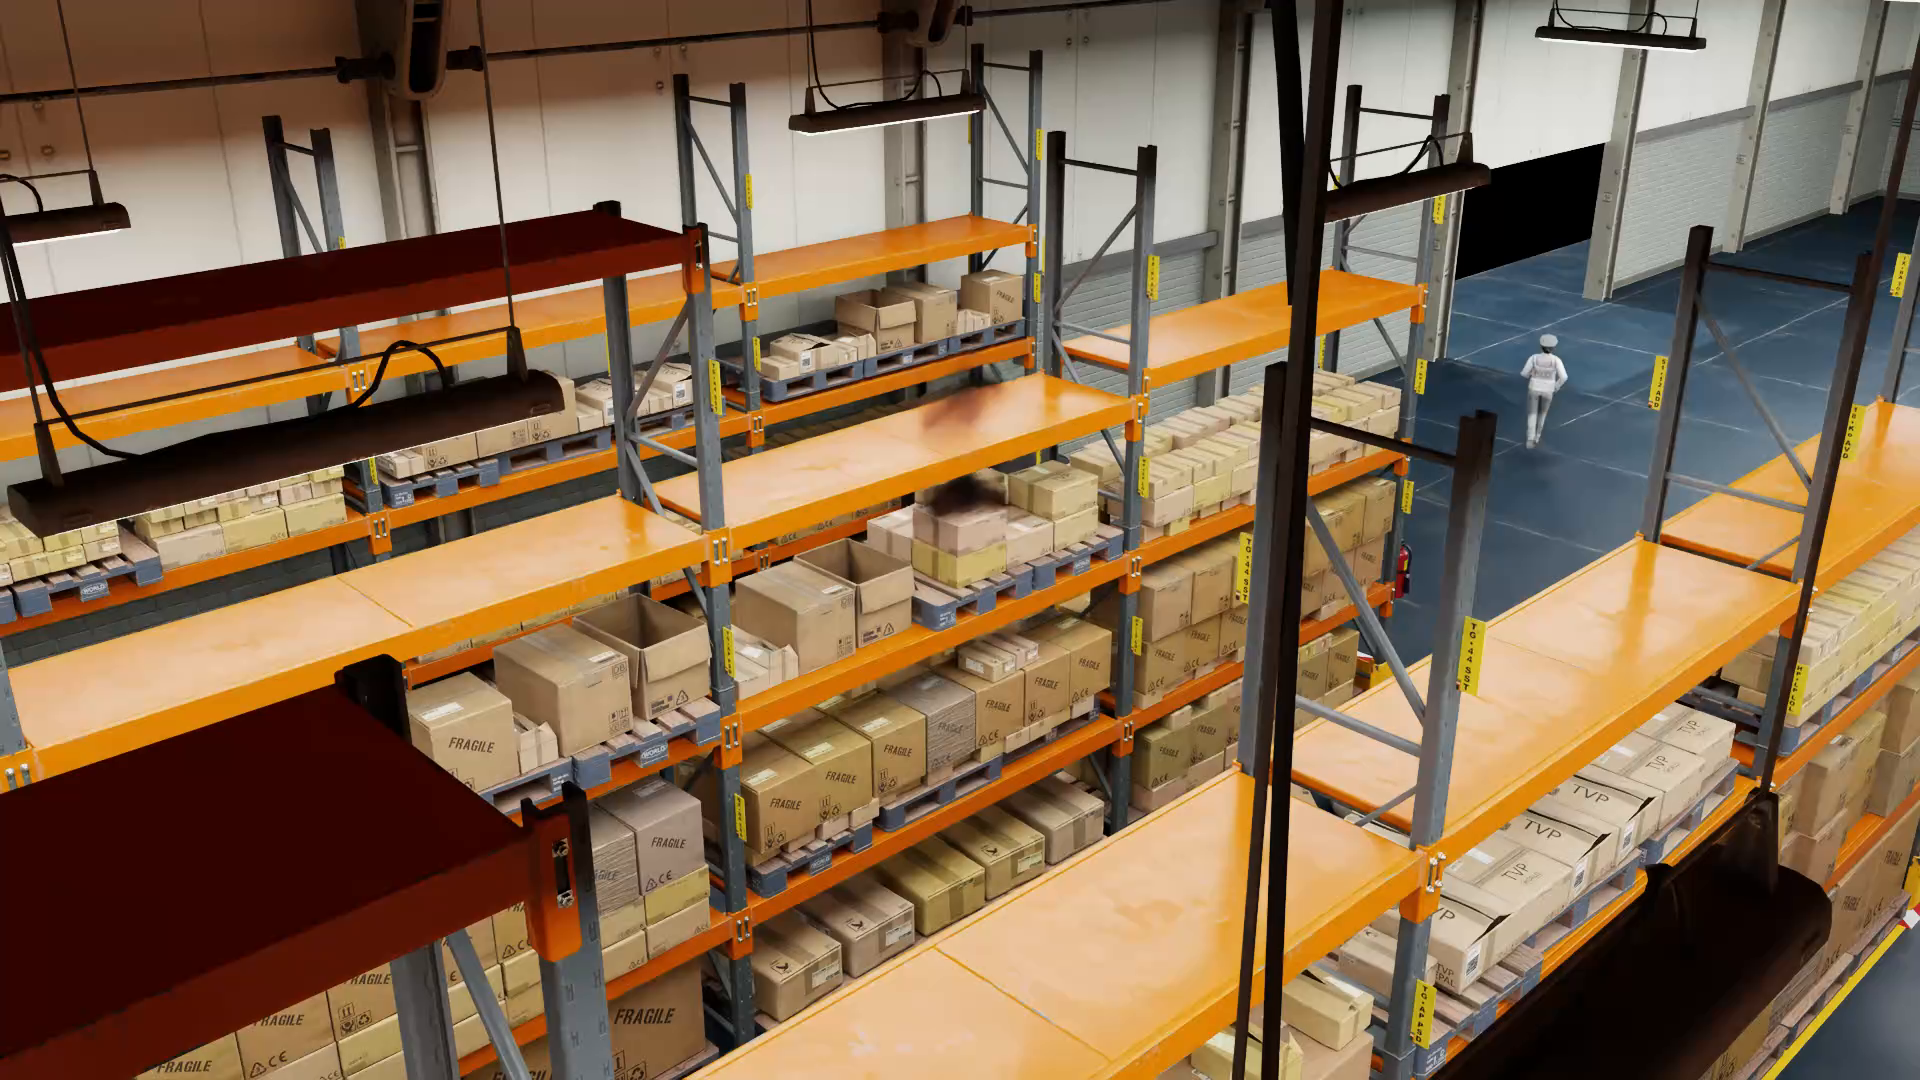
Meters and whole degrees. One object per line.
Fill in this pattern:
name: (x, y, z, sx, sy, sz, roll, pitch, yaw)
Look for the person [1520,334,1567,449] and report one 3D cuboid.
person: (8.284, -2.102, 23.703, 0.627, 1.683, 0.884, 7, 23, 17)
